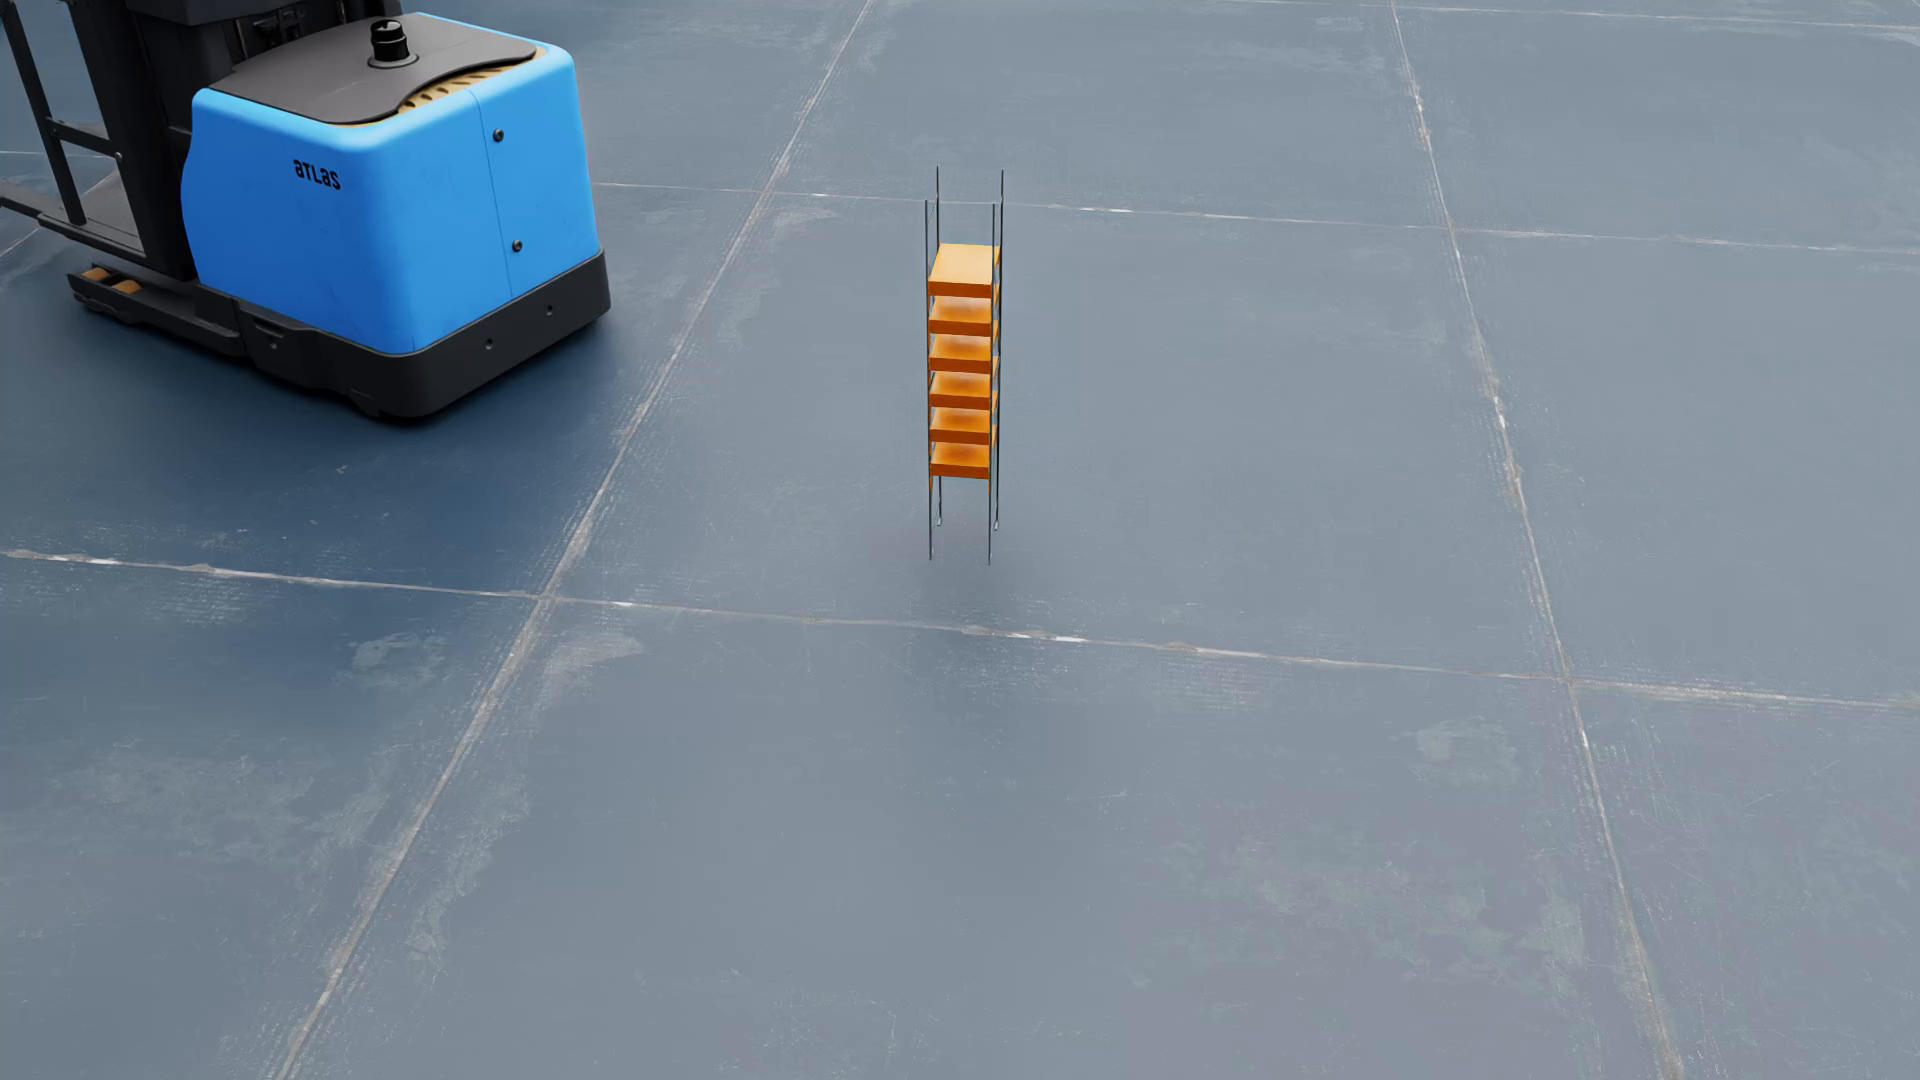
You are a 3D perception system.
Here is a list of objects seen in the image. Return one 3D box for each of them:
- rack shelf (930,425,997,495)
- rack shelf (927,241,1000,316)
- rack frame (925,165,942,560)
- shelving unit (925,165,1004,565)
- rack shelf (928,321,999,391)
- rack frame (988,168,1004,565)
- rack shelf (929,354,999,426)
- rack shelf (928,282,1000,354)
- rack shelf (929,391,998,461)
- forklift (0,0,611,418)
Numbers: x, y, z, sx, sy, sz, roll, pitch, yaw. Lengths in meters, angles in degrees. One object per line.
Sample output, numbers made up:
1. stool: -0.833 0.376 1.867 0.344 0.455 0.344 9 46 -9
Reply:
1. rack shelf: 0.014 -0.256 5.065 0.180 0.103 0.258 4 36 6
2. rack shelf: 0.014 -0.744 4.717 0.180 0.103 0.258 4 36 6
3. rack frame: -0.076 -0.494 4.909 0.006 1.200 0.240 4 36 6
4. shelving unit: 0.014 -0.487 4.900 0.189 1.200 0.258 4 36 6
5. rack shelf: 0.014 -0.549 4.856 0.180 0.103 0.258 4 36 6
6. rack frame: 0.105 -0.481 4.890 0.006 1.200 0.240 4 36 6
7. rack shelf: 0.014 -0.451 4.926 0.180 0.103 0.258 4 36 6
8. rack shelf: 0.014 -0.646 4.786 0.180 0.103 0.258 4 36 6
9. rack shelf: 0.014 -0.353 4.995 0.180 0.103 0.258 4 36 6
10. forklift: -2.856 -2.261 5.896 3.031 2.935 1.130 20 40 26
